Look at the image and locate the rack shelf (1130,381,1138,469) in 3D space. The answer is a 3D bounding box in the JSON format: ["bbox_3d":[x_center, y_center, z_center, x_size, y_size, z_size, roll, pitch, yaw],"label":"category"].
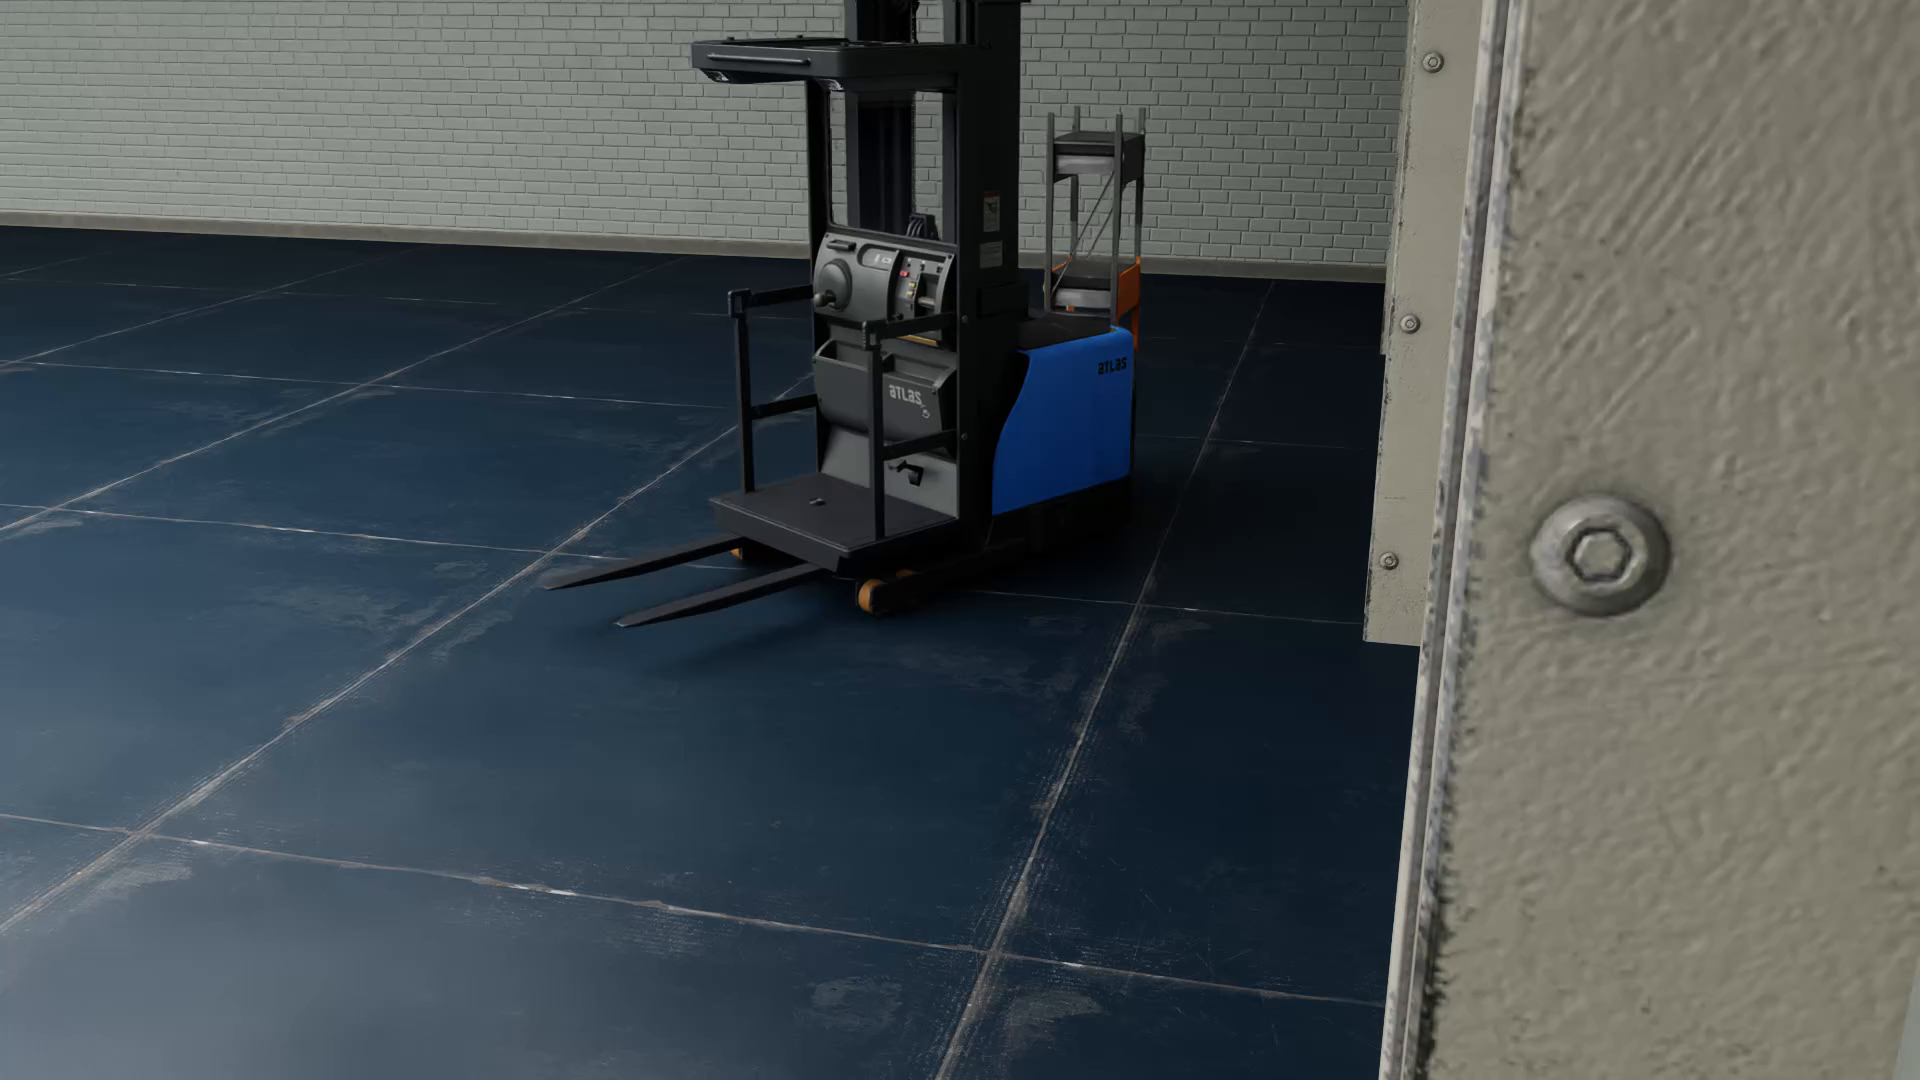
[{"bbox_3d":[0.728,-0.609,9.375,0.431,0.518,0.480,7,20,19],"label":"rack shelf"}]

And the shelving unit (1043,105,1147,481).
[{"bbox_3d":[0.728,-1.284,9.145,0.431,2.100,0.503,7,20,19],"label":"shelving unit"}]

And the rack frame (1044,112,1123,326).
[{"bbox_3d":[0.646,-1.210,8.927,0.400,2.100,0.015,7,20,19],"label":"rack frame"}]

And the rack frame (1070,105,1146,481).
[{"bbox_3d":[0.811,-1.359,9.362,0.400,2.100,0.015,7,20,19],"label":"rack frame"}]

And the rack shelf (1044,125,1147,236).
[{"bbox_3d":[0.728,-1.934,8.923,0.431,0.518,0.480,7,20,19],"label":"rack shelf"}]

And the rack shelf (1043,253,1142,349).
[{"bbox_3d":[0.728,-1.272,9.149,0.431,0.518,0.480,7,20,19],"label":"rack shelf"}]

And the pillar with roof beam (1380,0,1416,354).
[{"bbox_3d":[-0.734,-6.084,12.523,9.100,9.000,0.400,5,19,13],"label":"pillar with roof beam"}]

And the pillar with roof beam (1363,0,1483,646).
[{"bbox_3d":[-2.200,-4.203,7.017,9.100,9.000,0.400,5,19,13],"label":"pillar with roof beam"}]

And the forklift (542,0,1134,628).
[{"bbox_3d":[-0.518,-1.230,7.699,3.031,2.935,1.130,-17,25,-40],"label":"forklift"}]
